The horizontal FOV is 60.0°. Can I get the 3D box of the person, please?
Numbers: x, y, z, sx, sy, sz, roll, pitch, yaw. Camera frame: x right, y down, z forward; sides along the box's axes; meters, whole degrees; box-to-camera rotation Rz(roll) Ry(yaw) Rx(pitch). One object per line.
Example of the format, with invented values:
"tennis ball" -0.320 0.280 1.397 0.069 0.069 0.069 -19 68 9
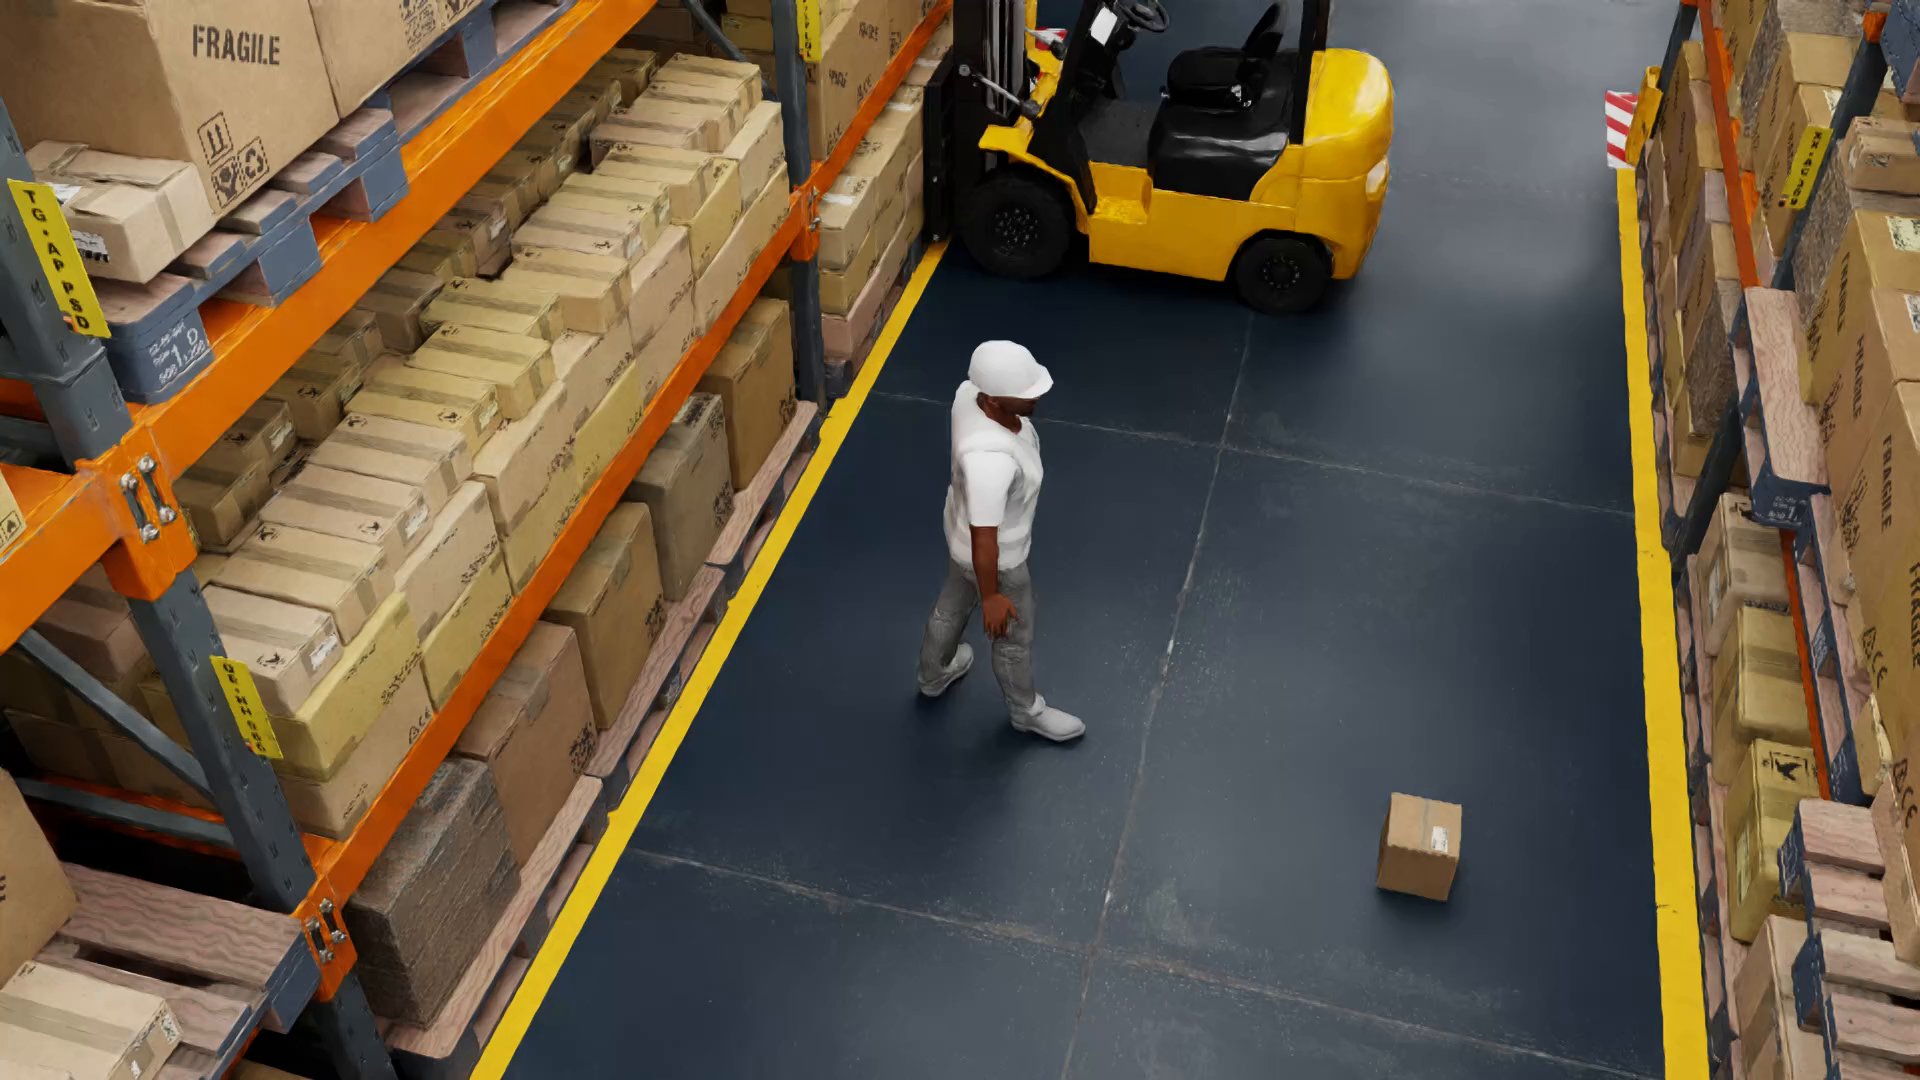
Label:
"person" 0.159 0.016 6.117 0.637 1.767 0.683 -4 41 -5
